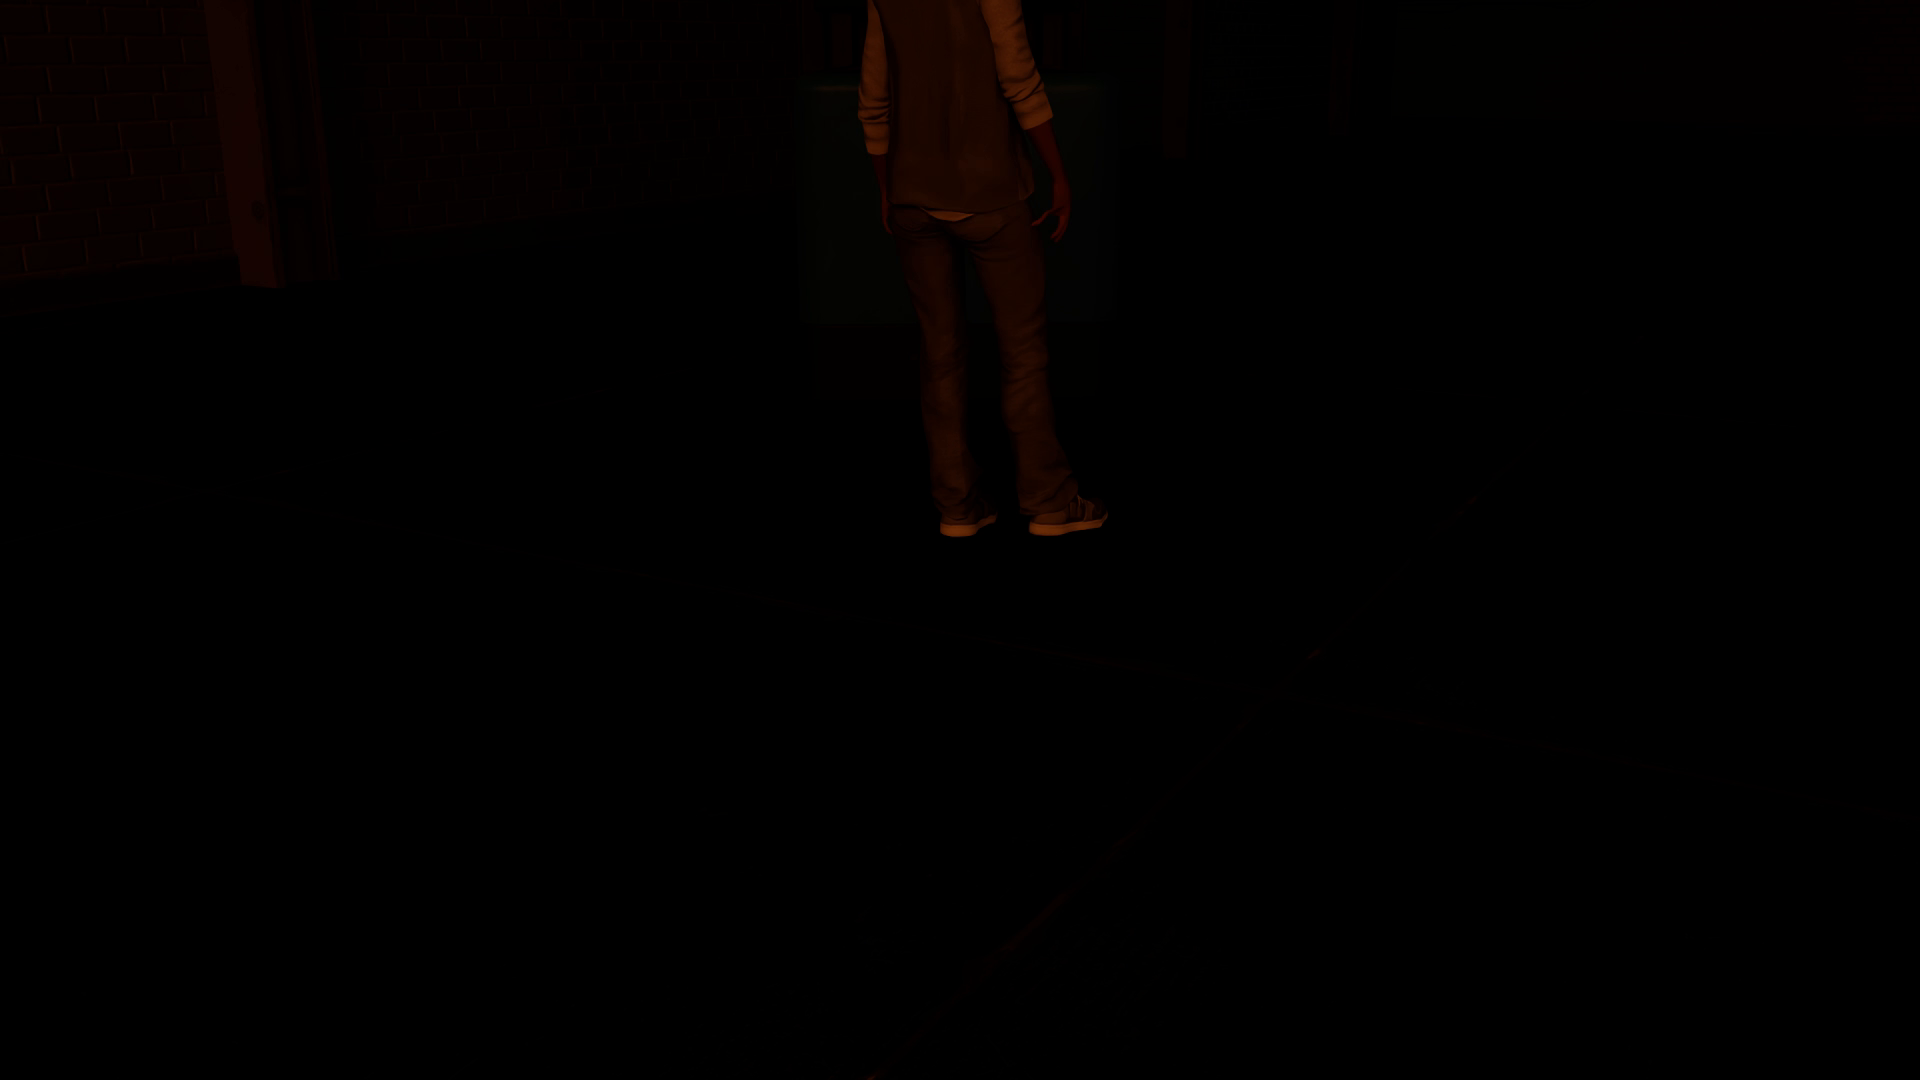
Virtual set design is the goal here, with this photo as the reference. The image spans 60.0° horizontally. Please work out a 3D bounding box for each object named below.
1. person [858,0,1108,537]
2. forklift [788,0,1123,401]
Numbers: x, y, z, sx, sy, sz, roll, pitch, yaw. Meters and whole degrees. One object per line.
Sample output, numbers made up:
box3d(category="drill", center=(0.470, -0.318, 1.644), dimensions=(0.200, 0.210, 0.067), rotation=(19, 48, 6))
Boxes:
box3d(category="person", center=(0.049, -0.790, 3.868), dimensions=(0.519, 1.598, 0.474), rotation=(9, 19, 28))
box3d(category="forklift", center=(-0.083, -2.213, 6.368), dimensions=(1.130, 2.935, 3.031), rotation=(-1, 16, -3))
